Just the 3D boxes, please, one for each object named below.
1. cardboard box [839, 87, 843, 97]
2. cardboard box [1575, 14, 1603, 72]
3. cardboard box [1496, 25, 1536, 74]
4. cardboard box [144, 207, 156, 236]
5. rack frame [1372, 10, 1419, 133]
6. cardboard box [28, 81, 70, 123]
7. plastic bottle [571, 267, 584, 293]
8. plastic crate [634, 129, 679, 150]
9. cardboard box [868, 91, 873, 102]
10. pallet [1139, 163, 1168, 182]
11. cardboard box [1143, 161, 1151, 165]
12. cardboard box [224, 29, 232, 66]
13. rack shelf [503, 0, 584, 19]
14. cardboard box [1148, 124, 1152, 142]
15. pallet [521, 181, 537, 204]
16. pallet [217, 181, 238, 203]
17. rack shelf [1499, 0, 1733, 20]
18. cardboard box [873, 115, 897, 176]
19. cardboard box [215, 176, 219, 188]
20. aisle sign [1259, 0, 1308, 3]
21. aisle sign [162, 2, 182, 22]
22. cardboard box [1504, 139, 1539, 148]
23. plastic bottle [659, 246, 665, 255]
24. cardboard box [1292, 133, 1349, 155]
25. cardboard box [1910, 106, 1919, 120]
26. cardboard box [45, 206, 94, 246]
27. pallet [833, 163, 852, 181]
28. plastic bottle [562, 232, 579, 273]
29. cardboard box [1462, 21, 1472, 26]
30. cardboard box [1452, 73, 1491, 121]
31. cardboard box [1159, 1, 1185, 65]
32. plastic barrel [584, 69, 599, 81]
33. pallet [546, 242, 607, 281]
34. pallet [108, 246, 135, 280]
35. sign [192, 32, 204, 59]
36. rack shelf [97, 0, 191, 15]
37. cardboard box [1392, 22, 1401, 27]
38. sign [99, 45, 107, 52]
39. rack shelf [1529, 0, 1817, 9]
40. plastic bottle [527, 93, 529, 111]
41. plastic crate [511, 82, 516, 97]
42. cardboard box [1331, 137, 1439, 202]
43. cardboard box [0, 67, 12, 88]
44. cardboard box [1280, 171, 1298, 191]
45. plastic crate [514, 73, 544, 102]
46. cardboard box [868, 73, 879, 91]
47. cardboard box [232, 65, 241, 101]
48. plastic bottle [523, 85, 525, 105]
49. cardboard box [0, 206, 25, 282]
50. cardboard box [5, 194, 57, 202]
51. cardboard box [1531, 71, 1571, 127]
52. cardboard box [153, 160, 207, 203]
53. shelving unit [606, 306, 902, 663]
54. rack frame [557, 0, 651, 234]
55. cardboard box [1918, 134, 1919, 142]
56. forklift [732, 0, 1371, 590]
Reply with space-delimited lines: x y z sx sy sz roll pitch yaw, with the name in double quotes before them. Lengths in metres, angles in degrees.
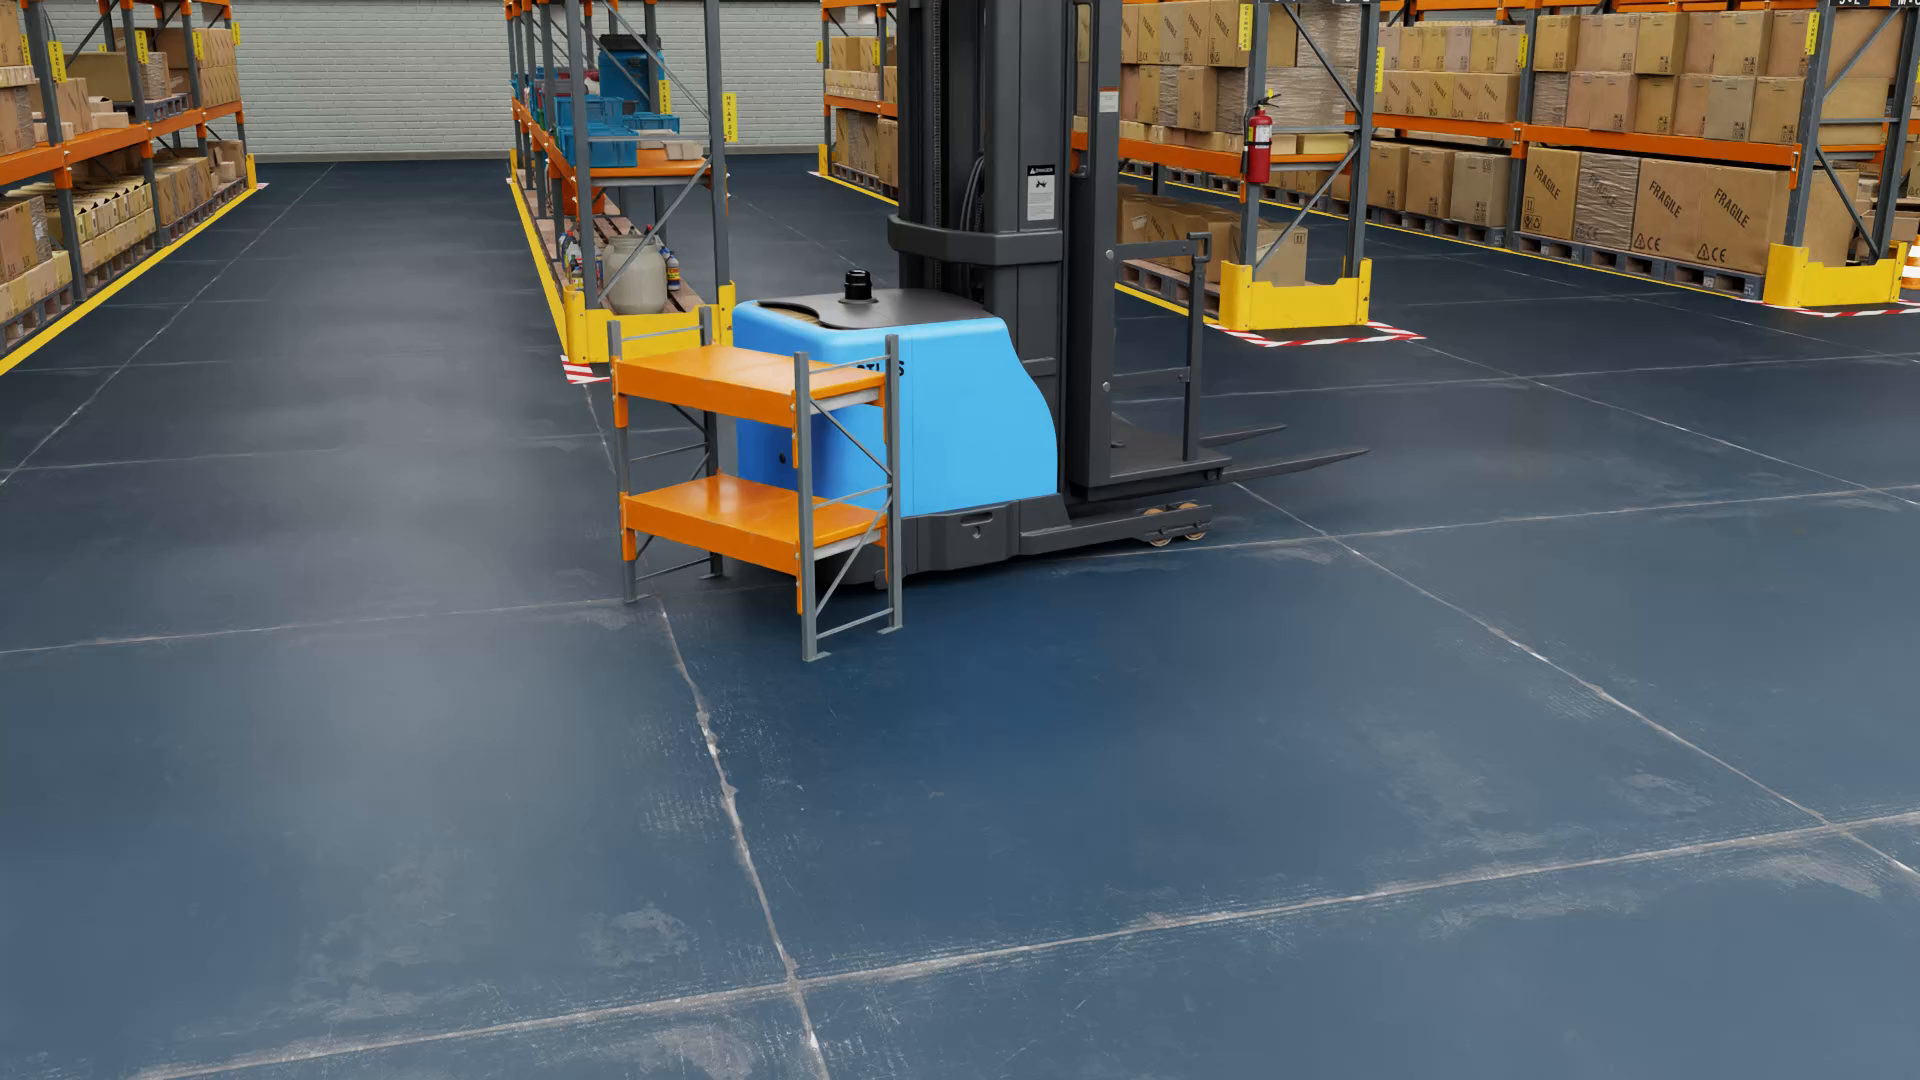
"cardboard box" -1.683 -7.015 26.030 0.380 0.149 0.250 -5 17 -16
"cardboard box" 6.678 -4.930 16.514 0.875 0.550 0.550 -5 17 -15
"cardboard box" 6.205 -5.253 17.813 0.700 0.500 0.500 -5 17 -16
"cardboard box" -8.696 -3.307 17.297 0.500 0.250 0.500 -4 17 -14
"rack frame" 7.781 -8.328 29.961 1.000 3.000 0.127 -5 17 -15
"cardboard box" -8.316 -3.850 14.881 0.500 0.500 0.500 -3 17 -11
"plastic bottle" -3.039 -2.071 13.231 0.097 0.201 0.097 0 17 0
"plastic crate" -2.522 -3.278 13.609 0.530 0.136 0.437 -5 17 -15
"cardboard box" -1.118 -6.447 24.138 0.380 0.149 0.250 -4 17 -14
"pallet" 3.591 -5.987 27.018 1.003 0.211 1.213 -5 17 -15
"cardboard box" 3.222 -6.222 27.176 0.380 0.149 0.250 -6 18 -18
"cardboard box" -10.747 -7.048 23.789 0.500 0.500 0.500 -4 17 -14
"rack shelf" -5.960 -7.691 23.880 1.077 0.370 4.000 -5 17 -15
"cardboard box" 1.857 -3.542 14.466 0.380 0.149 0.250 -5 17 -15
"pallet" -5.650 -4.911 23.434 1.003 0.211 1.213 -5 17 -15
"pallet" -10.701 -4.848 23.225 1.003 0.211 1.213 -5 17 -15
"rack shelf" 9.430 -7.760 24.108 1.077 0.370 4.000 -5 17 -15
"cardboard box" -0.753 -5.810 24.544 0.875 0.875 0.875 -5 17 -15
"cardboard box" -10.329 -4.881 22.648 0.380 0.166 0.250 -5 17 -15
"aisle sign" 2.378 -4.323 12.110 0.394 0.787 0.004 -5 17 -15
"aisle sign" -11.575 -8.003 24.361 0.394 0.787 0.004 -5 17 -15
"cardboard box" 9.127 -6.240 25.973 0.875 0.875 0.875 -4 17 -14
"plastic bottle" -2.489 -2.336 13.991 0.097 0.271 0.097 0 17 0
"cardboard box" 2.800 -3.096 12.981 0.380 0.149 0.250 -5 17 -15
"cardboard box" 10.857 -4.776 18.573 0.380 0.149 0.250 -5 17 -16
"cardboard box" -7.850 -2.730 14.400 0.500 0.311 0.500 -5 17 -15
"pallet" -1.453 -5.994 27.039 1.003 0.211 1.213 -5 17 -15
"plastic bottle" -3.337 -2.467 14.291 0.144 0.351 0.185 -5 18 -18
"cardboard box" 8.375 -8.339 26.958 0.380 0.149 0.250 -5 17 -16
"cardboard box" 5.808 -4.900 18.376 0.500 0.500 0.500 -5 17 -16
"cardboard box" 1.983 -4.197 13.780 0.500 0.500 0.500 -5 17 -15
"plastic barrel" -3.893 -4.900 18.316 0.600 0.536 0.708 -5 17 -15
"pallet" -3.465 -2.712 16.113 1.003 0.211 1.213 -5 17 -15
"pallet" -8.555 -2.646 15.894 1.003 0.211 1.213 -5 17 -15
"sign" -9.642 -6.255 21.049 0.100 0.325 0.005 -5 17 -15
"rack shelf" -9.625 -6.194 18.896 1.077 0.370 4.000 -5 17 -15
"cardboard box" 7.714 -8.897 28.818 0.380 0.149 0.250 -4 17 -14
"sign" -10.694 -6.025 20.791 0.100 0.325 0.005 -5 17 -15
"rack shelf" 6.897 -5.128 15.346 1.077 0.370 4.000 -5 17 -15
"plastic bottle" -5.326 -5.472 20.678 0.097 0.271 0.097 0 17 0
"plastic crate" -6.397 -6.643 24.539 0.416 0.233 0.300 -5 17 -15
"cardboard box" 5.329 -4.644 20.878 1.050 0.750 0.750 -5 17 -16
"cardboard box" -7.481 -3.530 12.687 0.380 0.149 0.250 -5 17 -15
"cardboard box" 4.676 -5.005 22.514 0.500 0.500 0.500 -4 17 -13
"plastic crate" -5.867 -6.169 22.700 0.392 0.384 0.575 -5 17 -15
"cardboard box" -1.022 -6.610 23.986 0.500 0.250 0.500 -5 17 -16
"cardboard box" -10.889 -6.708 24.394 0.500 0.500 0.500 -4 17 -14
"plastic bottle" -5.720 -5.855 21.933 0.061 0.283 0.133 -5 17 -15
"cardboard box" -7.220 -2.161 12.177 0.500 0.500 0.500 -5 17 -15
"cardboard box" -8.781 -3.106 15.652 0.500 0.311 0.500 -5 17 -16
"cardboard box" 6.460 -4.560 17.157 0.875 0.550 0.550 -5 17 -15
"cardboard box" -9.635 -4.418 20.526 0.500 0.500 0.500 -5 17 -15
"shelving unit" -0.781 -0.249 6.326 1.048 1.125 0.538 14 22 38
"rack frame" -3.209 -3.834 15.000 0.949 2.616 0.053 -5 17 -15
"cardboard box" 14.372 -5.939 24.499 0.380 0.149 0.250 -6 18 -18
"forklift" 0.541 -1.495 7.334 3.031 2.935 1.130 -10 19 -29
